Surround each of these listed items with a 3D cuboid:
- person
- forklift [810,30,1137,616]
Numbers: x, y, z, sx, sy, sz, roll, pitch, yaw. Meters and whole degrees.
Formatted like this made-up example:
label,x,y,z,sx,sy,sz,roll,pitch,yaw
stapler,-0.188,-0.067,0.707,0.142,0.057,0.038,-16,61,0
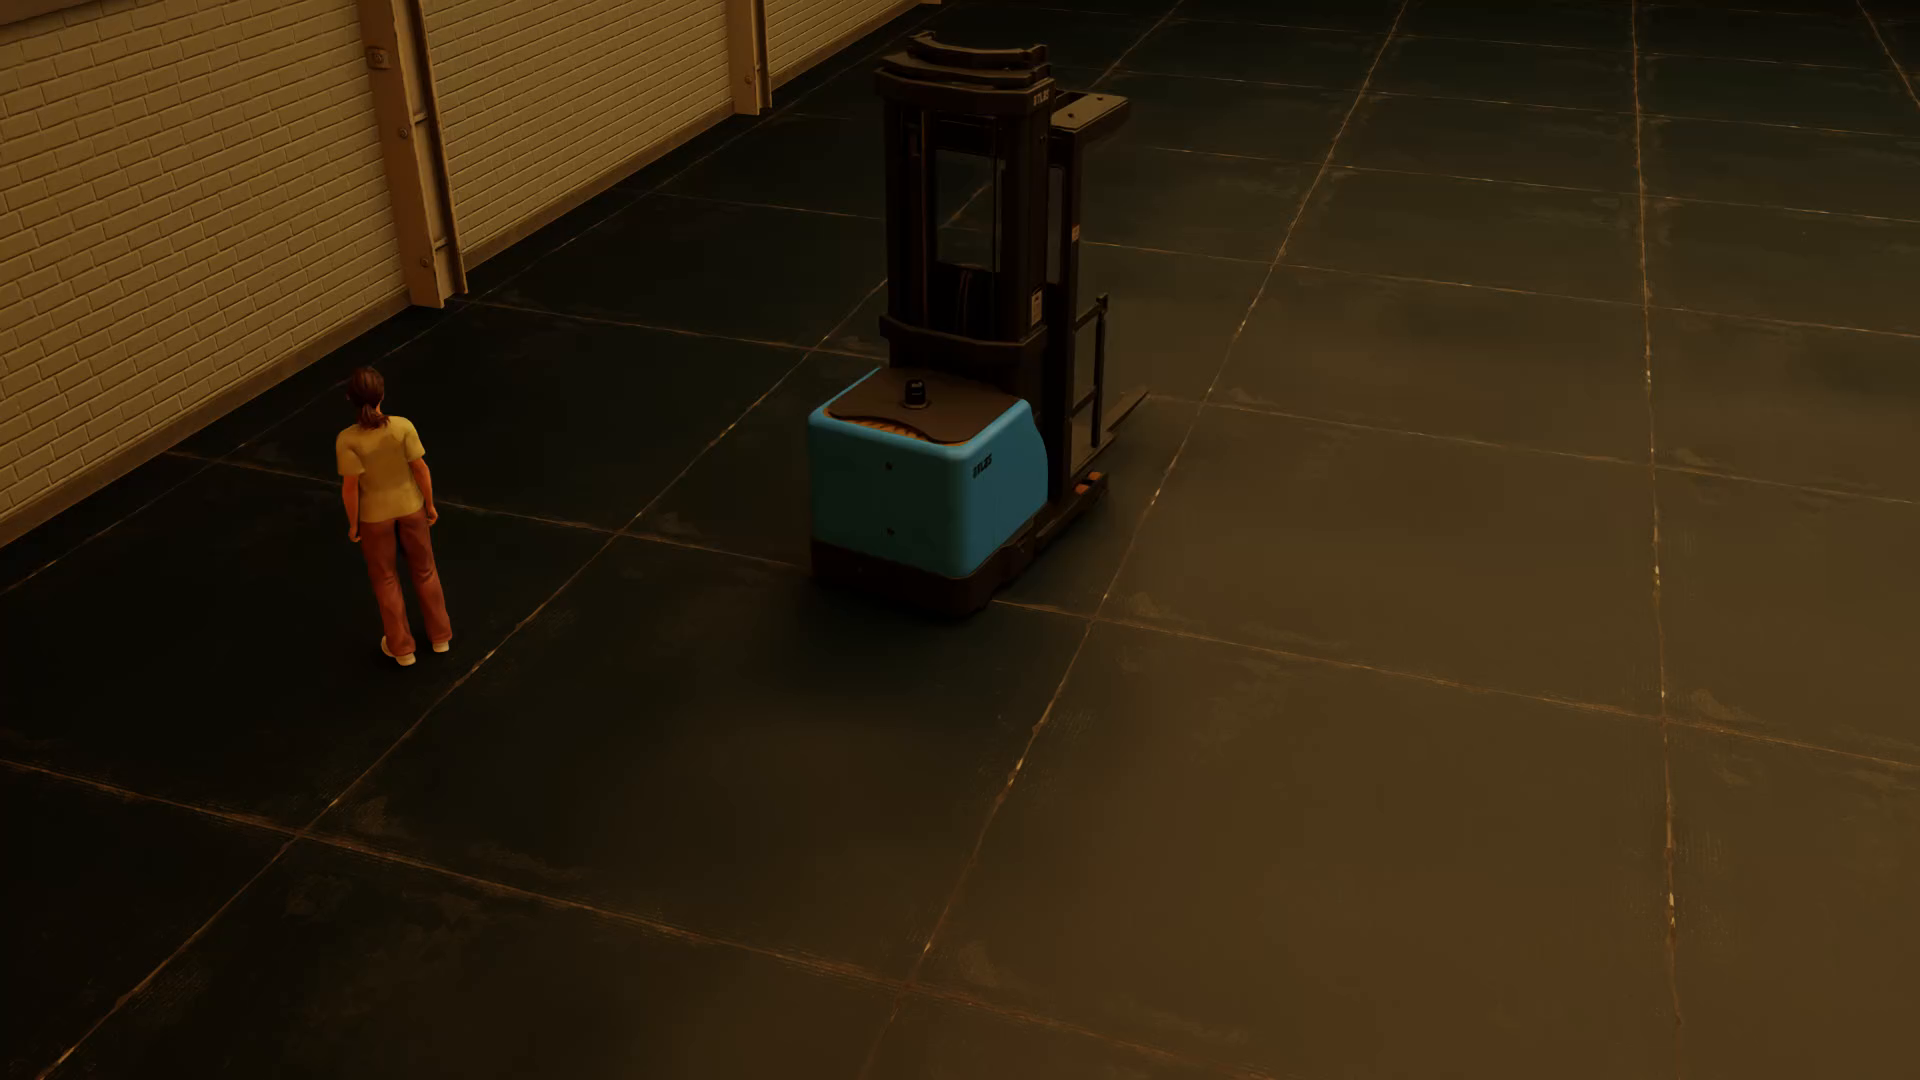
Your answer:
label,x,y,z,sx,sy,sz,roll,pitch,yaw
person,-2.956,-0.126,8.629,0.453,1.673,0.375,-17,34,-27
forklift,0.263,-1.560,9.873,1.130,2.935,3.031,14,32,23
